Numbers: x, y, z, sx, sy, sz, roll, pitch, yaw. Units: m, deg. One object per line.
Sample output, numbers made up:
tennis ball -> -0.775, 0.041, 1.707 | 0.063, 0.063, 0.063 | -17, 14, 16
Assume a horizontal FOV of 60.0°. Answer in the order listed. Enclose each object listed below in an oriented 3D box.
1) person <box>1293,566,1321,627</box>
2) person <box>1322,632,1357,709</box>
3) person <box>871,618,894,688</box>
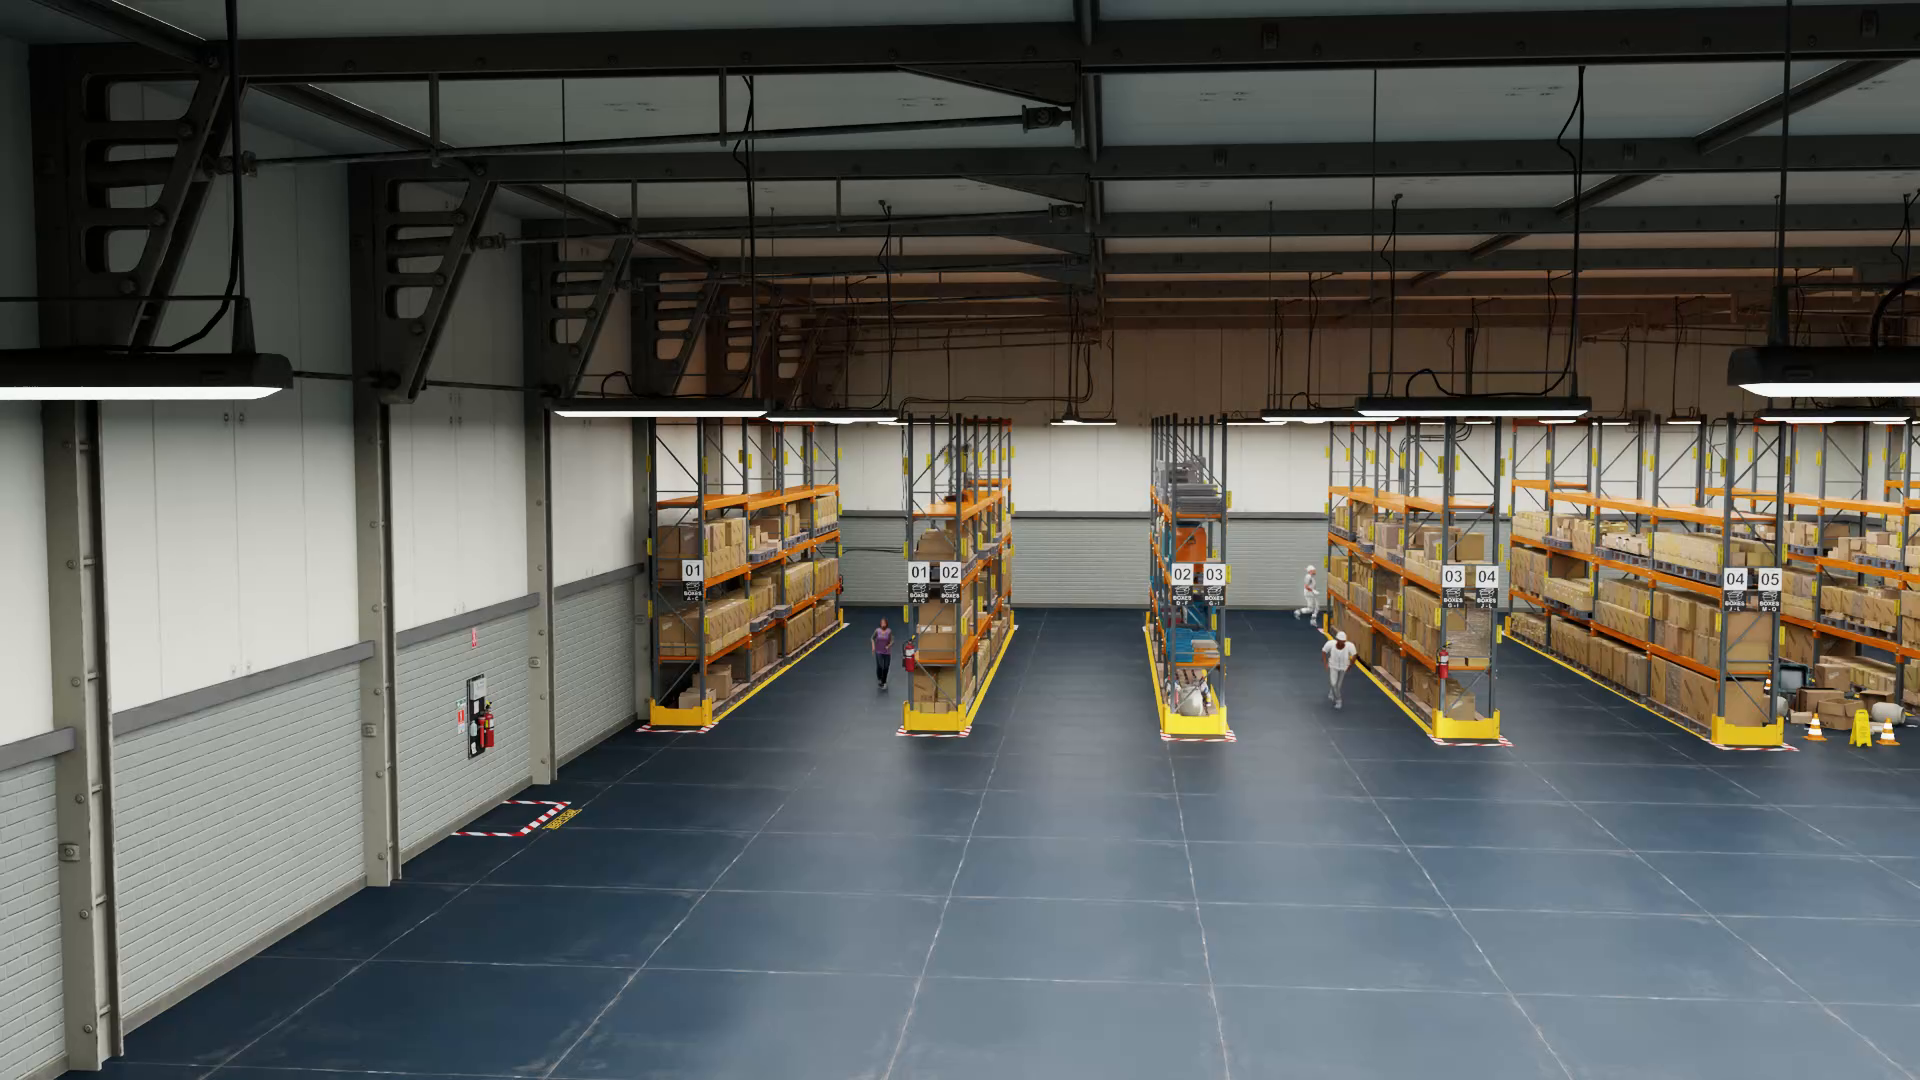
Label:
person -> 10.069, 1.625, 48.184 | 0.795, 1.767, 0.678 | 1, 4, 17
person -> 7.794, 2.640, 34.224 | 0.711, 1.611, 1.075 | 0, 4, 6
person -> -1.687, 2.484, 36.323 | 0.505, 1.557, 0.690 | 0, 4, -6
